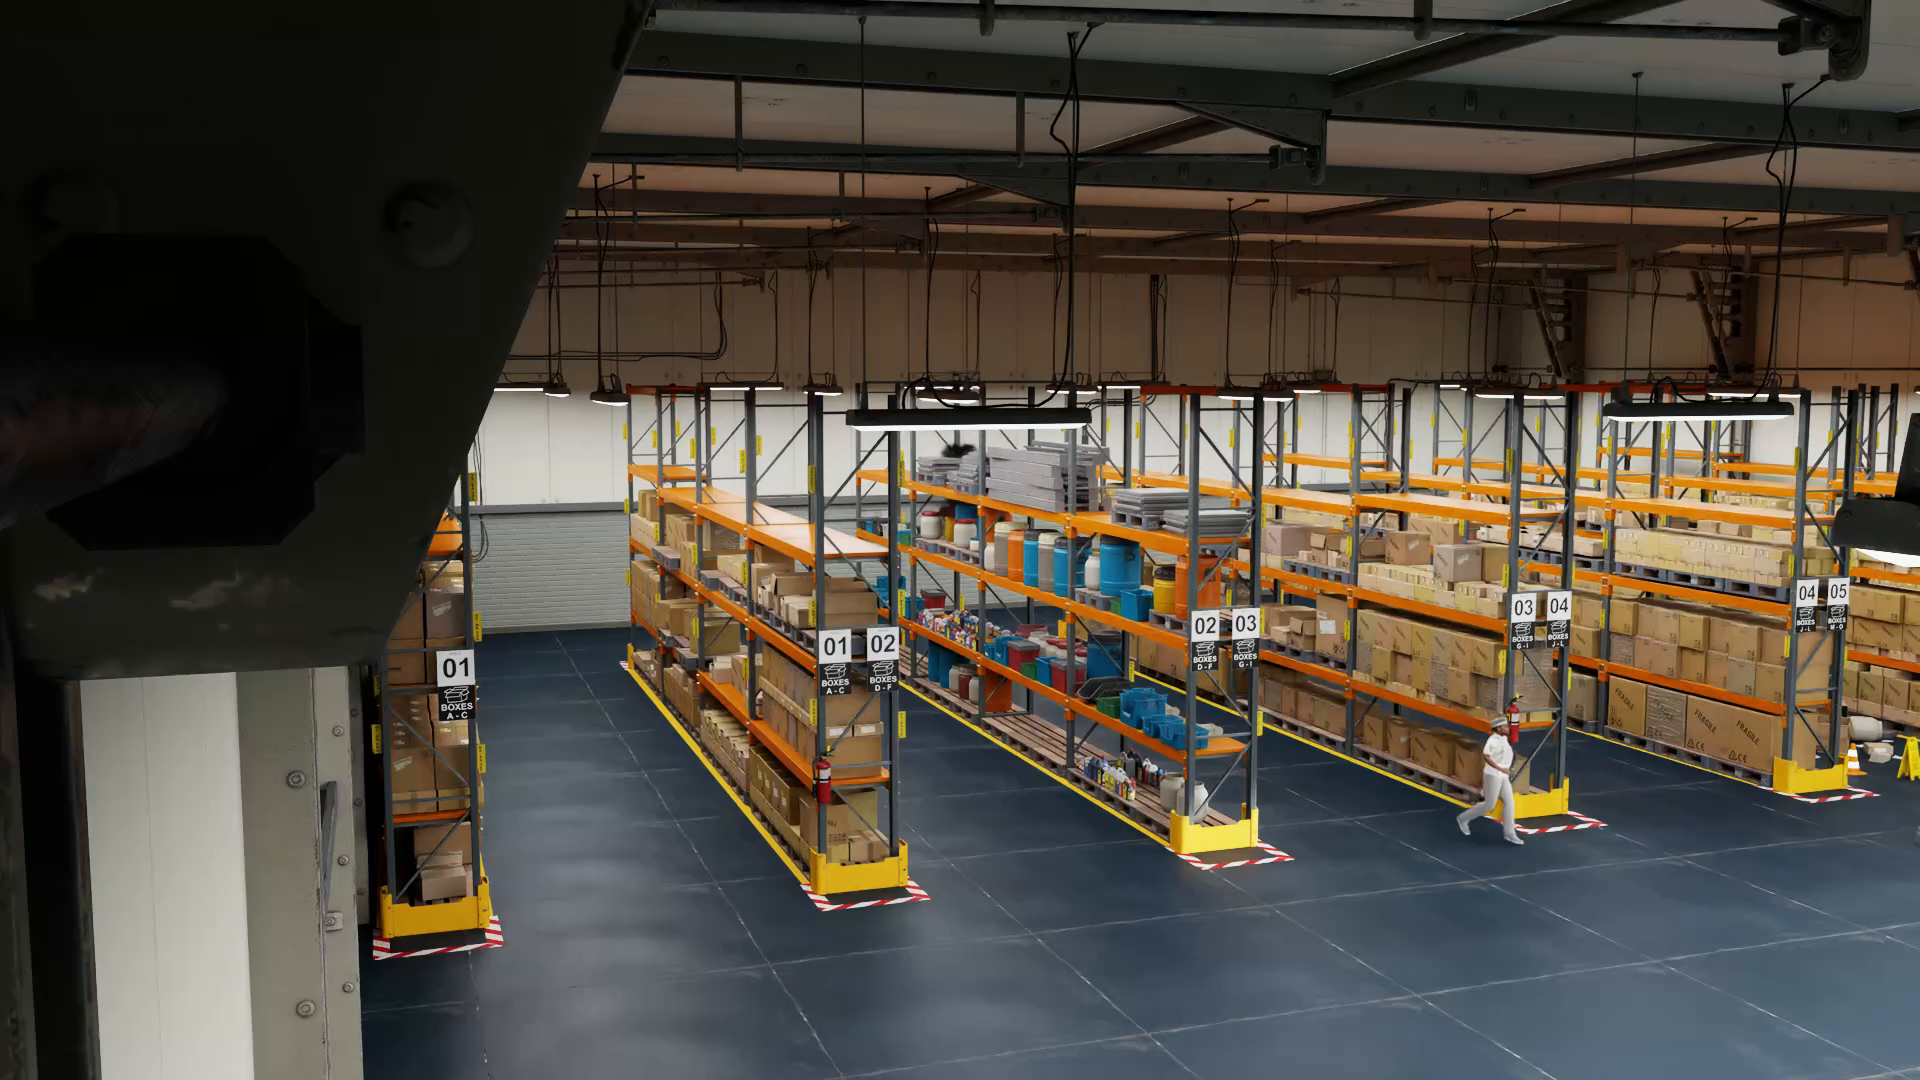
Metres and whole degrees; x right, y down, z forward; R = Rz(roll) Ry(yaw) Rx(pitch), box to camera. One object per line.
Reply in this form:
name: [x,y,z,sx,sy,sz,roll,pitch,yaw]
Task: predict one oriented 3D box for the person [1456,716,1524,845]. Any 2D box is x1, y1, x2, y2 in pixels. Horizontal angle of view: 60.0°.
person: [7.234,3.188,22.373,0.918,1.657,0.658,5,8,41]
